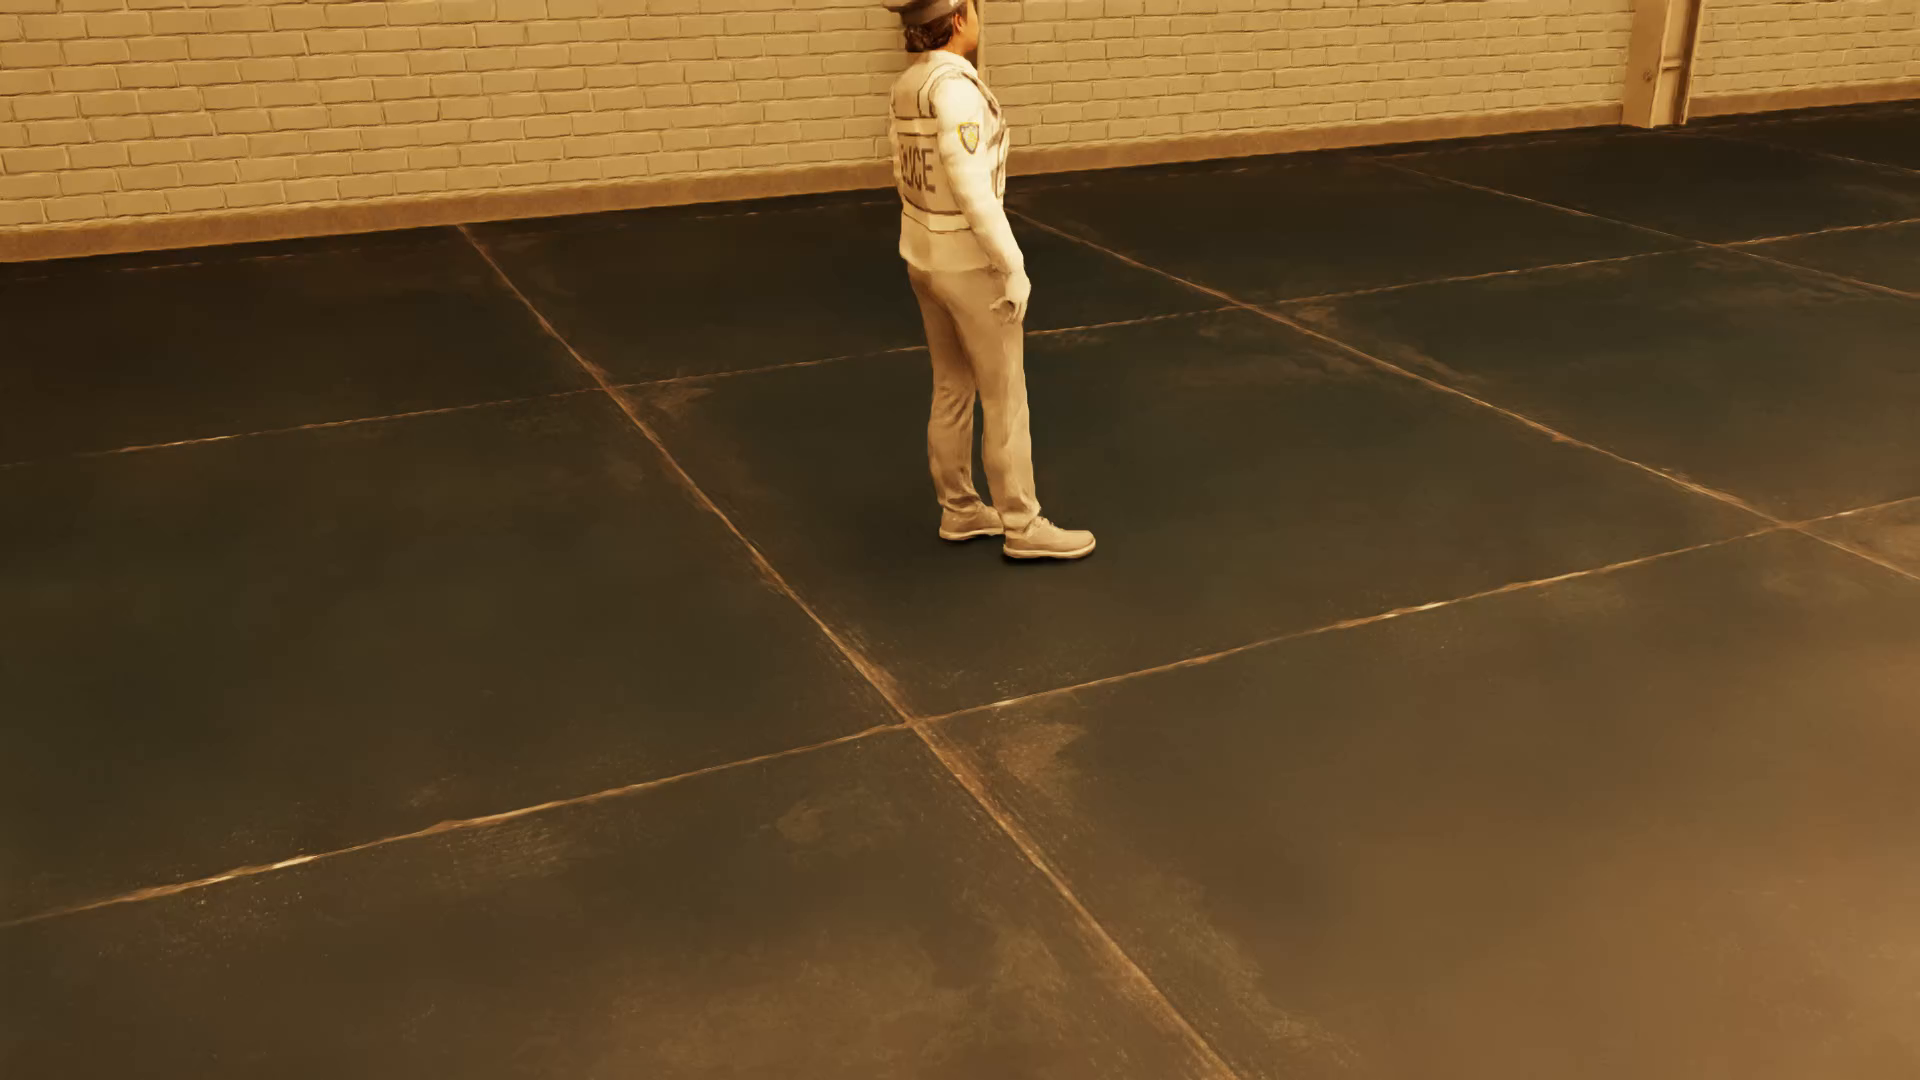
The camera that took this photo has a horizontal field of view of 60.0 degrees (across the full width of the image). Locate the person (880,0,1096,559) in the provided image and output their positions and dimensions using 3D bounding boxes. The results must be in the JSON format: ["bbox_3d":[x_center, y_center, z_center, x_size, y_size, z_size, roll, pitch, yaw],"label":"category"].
[{"bbox_3d":[0.064,-0.798,4.799,0.533,1.695,0.586,-10,25,-23],"label":"person"}]
